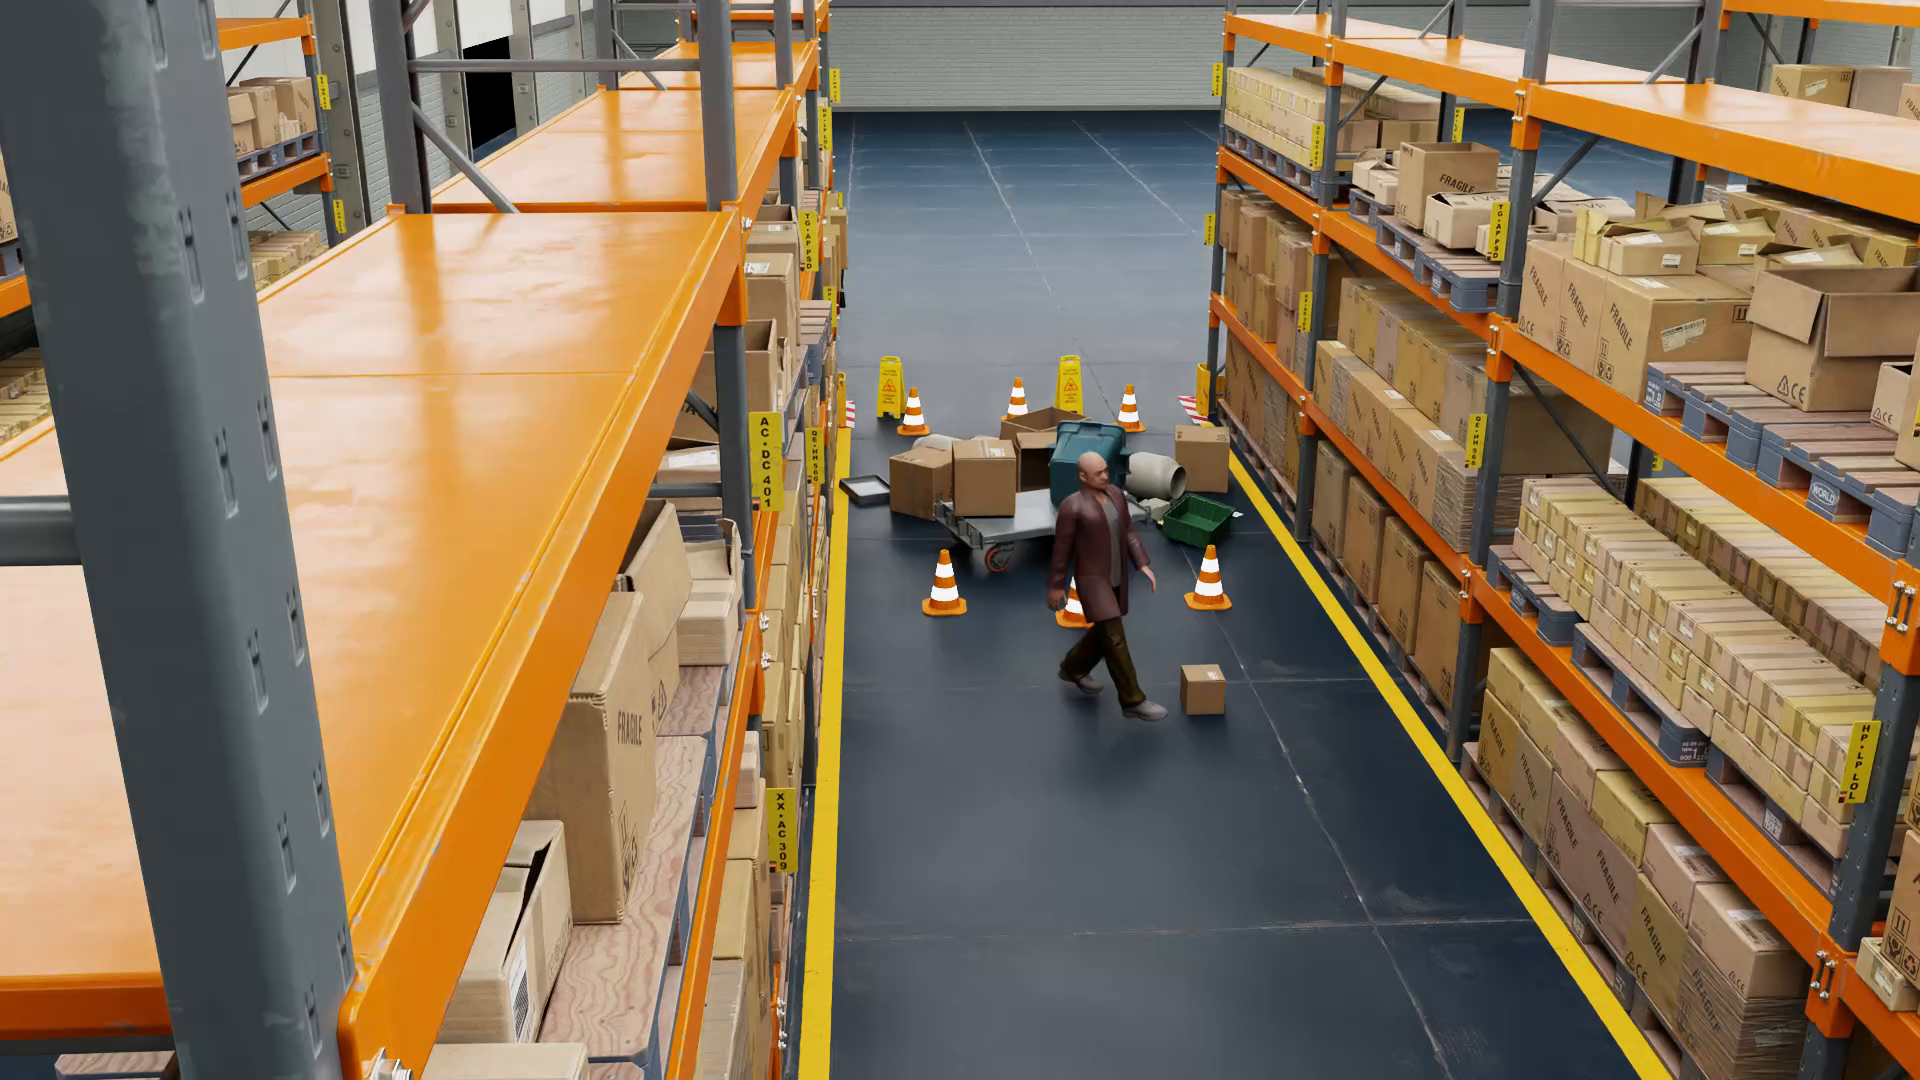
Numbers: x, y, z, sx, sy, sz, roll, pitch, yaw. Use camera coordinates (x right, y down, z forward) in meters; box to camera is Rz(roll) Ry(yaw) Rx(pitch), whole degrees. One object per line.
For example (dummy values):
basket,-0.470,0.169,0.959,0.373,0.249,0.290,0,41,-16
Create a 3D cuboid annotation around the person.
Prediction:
person,1.023,0.289,10.814,1.014,1.718,0.637,18,27,40
